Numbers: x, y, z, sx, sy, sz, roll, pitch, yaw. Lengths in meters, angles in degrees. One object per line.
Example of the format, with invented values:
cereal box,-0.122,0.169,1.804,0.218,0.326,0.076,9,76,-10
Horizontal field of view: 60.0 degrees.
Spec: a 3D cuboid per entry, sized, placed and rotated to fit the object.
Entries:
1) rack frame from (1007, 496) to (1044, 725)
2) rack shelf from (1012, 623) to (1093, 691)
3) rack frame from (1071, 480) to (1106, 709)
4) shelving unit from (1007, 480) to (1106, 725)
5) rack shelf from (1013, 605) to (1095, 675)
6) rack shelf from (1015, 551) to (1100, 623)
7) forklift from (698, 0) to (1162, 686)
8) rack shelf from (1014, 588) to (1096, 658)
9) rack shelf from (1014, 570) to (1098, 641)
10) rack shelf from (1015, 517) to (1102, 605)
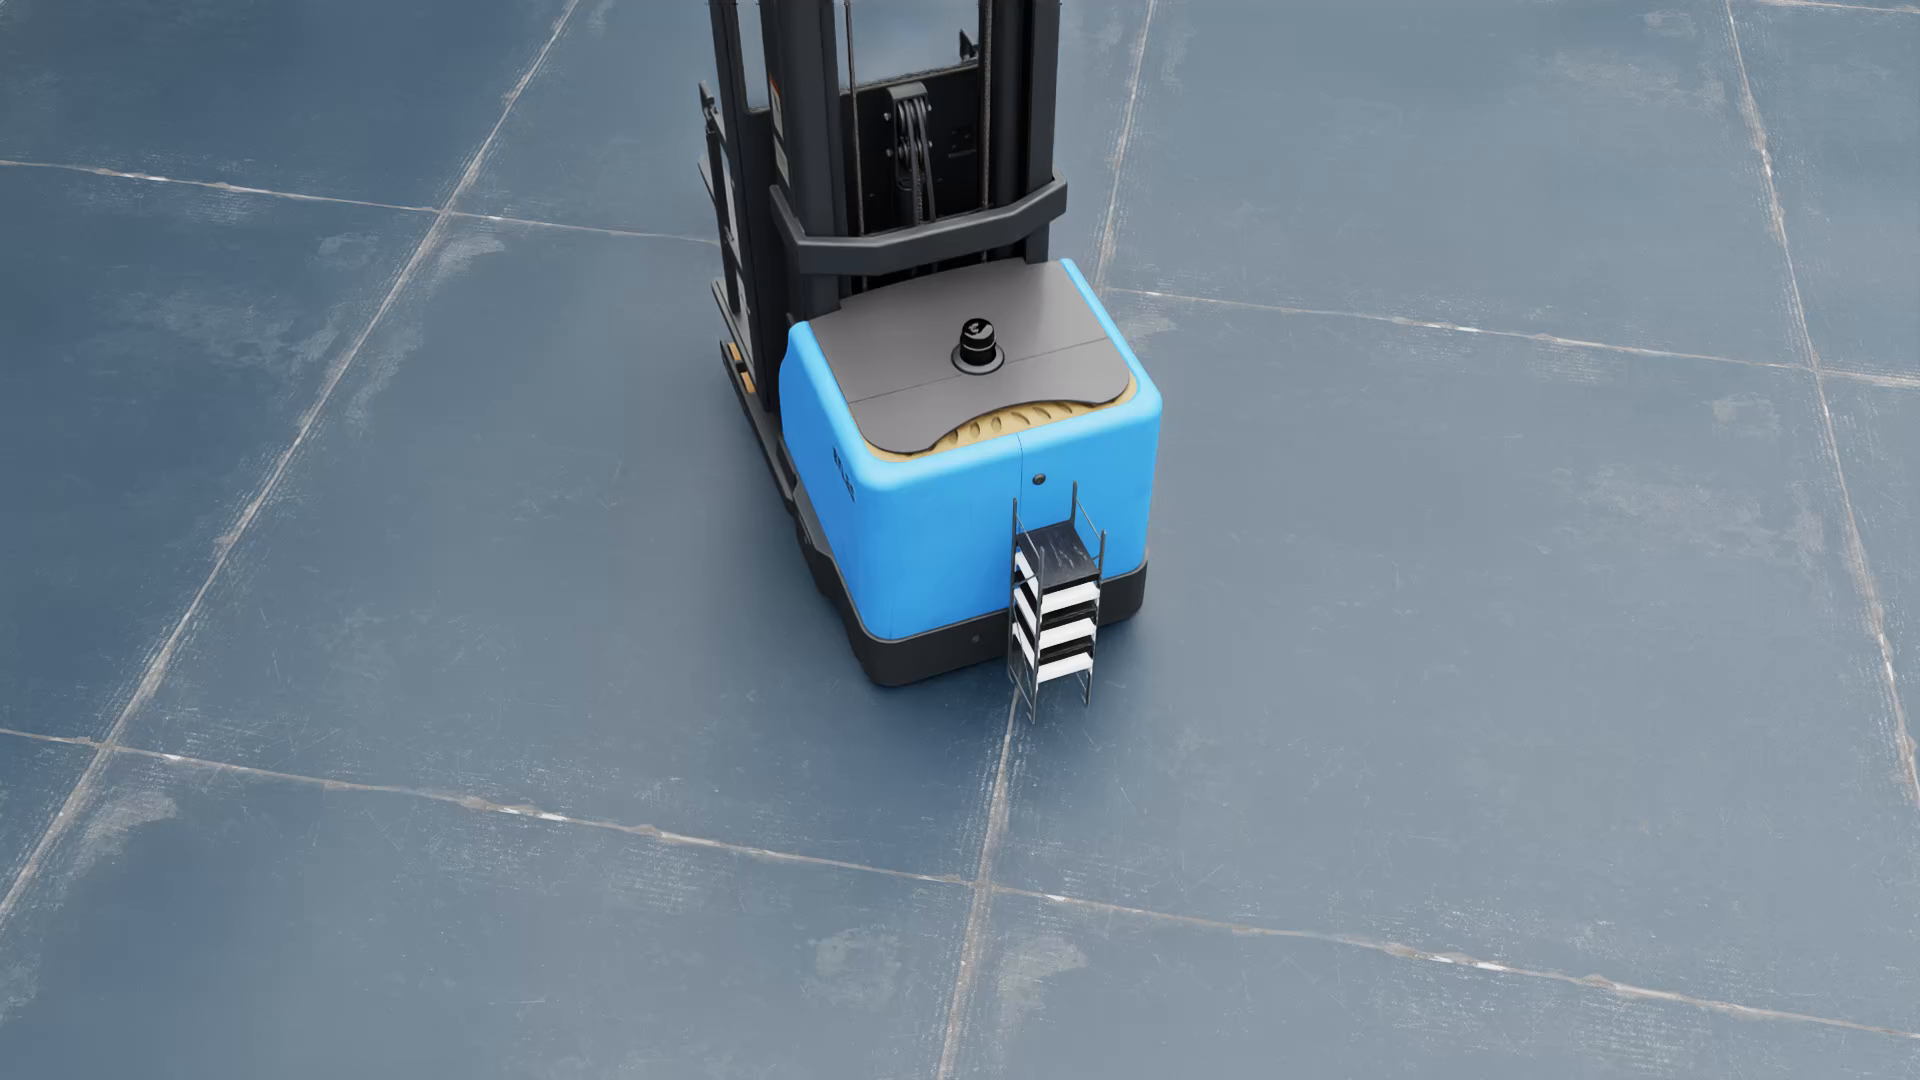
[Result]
rack frame,0.210,0.249,5.421,0.006,0.900,0.240,-16,50,-14
rack shelf,0.305,0.365,5.604,0.200,0.077,0.258,-16,50,-14
rack frame,0.400,0.196,5.469,0.006,0.900,0.240,-16,50,-14
shelving unit,0.305,0.223,5.445,0.210,0.900,0.258,-16,50,-14
rack shelf,0.305,0.305,5.537,0.200,0.077,0.258,-16,50,-14
rack shelf,0.305,0.125,5.336,0.200,0.077,0.258,-16,50,-14
forklift,-0.335,-1.599,5.716,1.130,2.935,3.031,-16,50,-14
rack shelf,0.305,0.245,5.470,0.200,0.077,0.258,-16,50,-14
rack shelf,0.305,0.185,5.403,0.200,0.077,0.258,-16,50,-14
rack shelf,0.305,0.065,5.269,0.200,0.077,0.258,-16,50,-14
